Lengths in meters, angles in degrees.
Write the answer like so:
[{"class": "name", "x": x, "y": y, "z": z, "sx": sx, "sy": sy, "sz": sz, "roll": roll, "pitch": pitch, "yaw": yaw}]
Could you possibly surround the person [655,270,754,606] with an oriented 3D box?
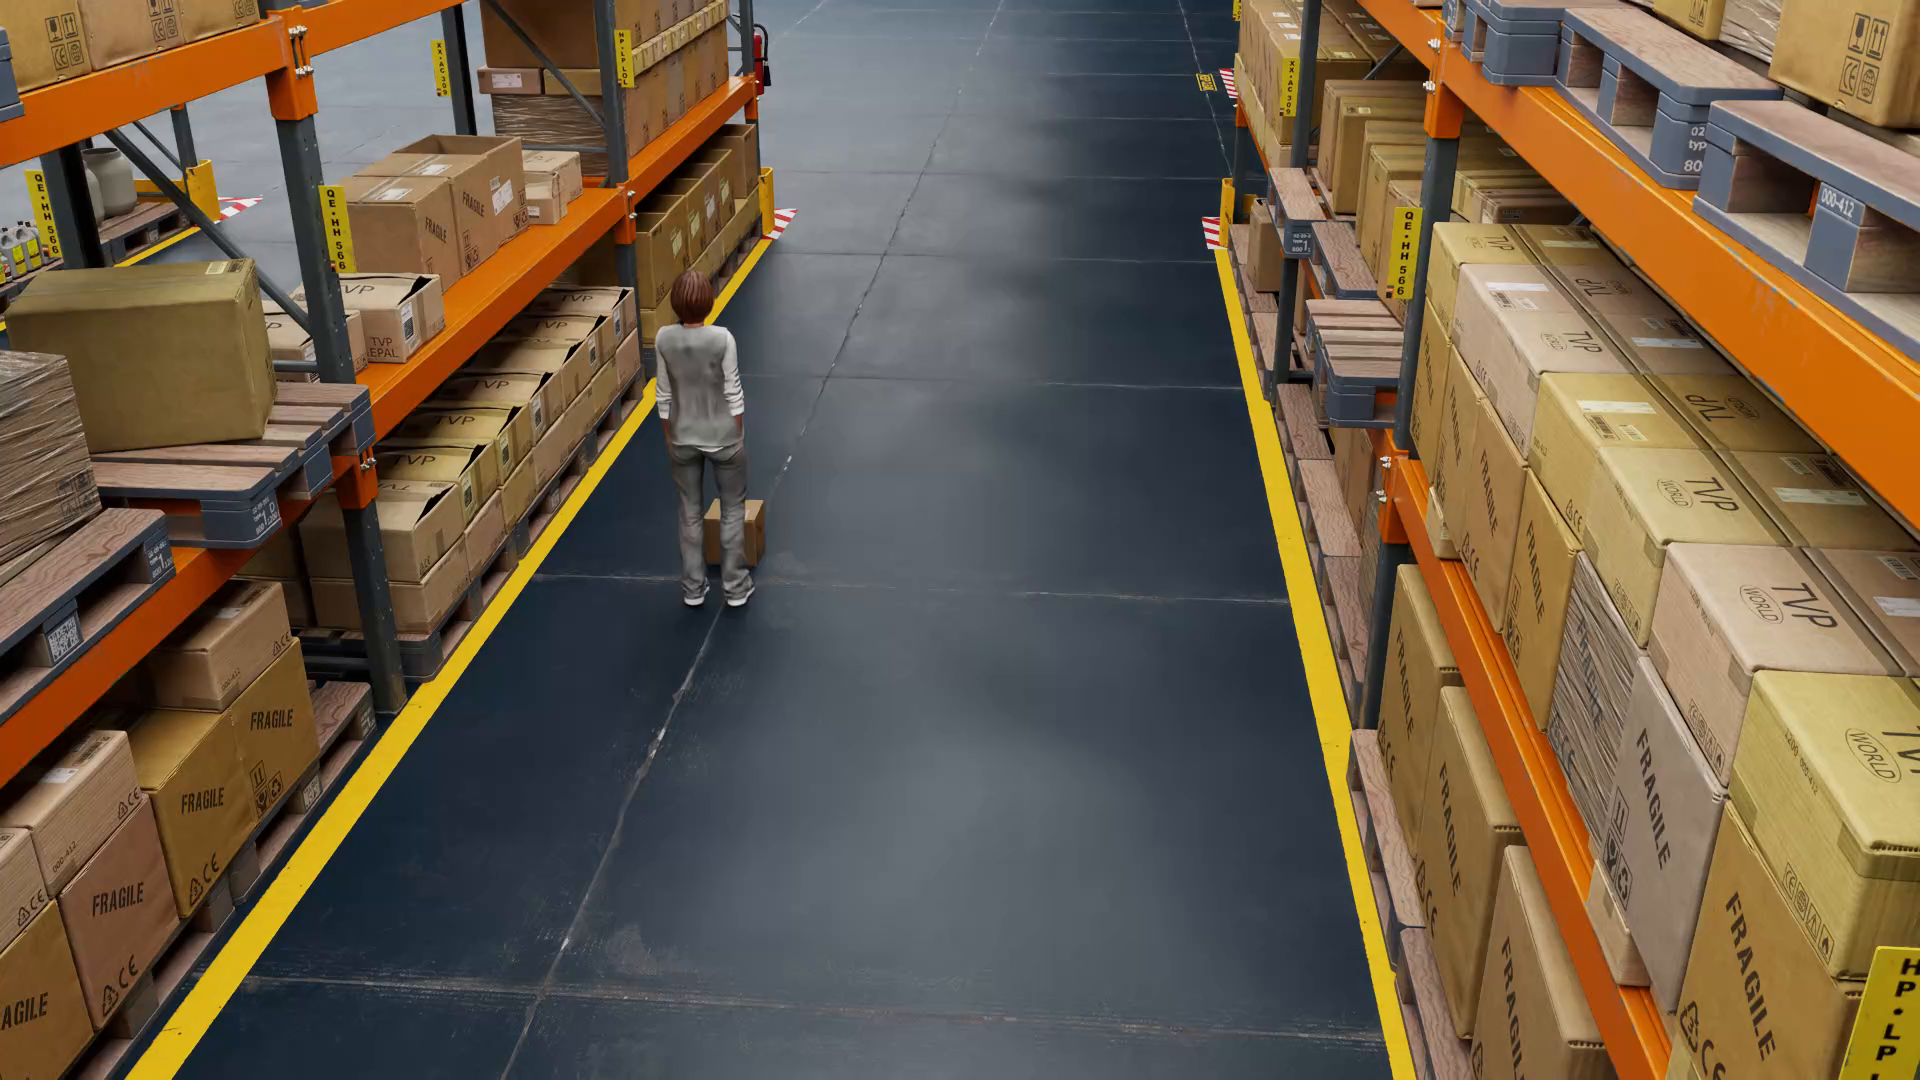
[{"class": "person", "x": -1.176, "y": -0.449, "z": 7.595, "sx": 0.407, "sy": 1.592, "sz": 0.306, "roll": 2, "pitch": 25, "yaw": 5}]
